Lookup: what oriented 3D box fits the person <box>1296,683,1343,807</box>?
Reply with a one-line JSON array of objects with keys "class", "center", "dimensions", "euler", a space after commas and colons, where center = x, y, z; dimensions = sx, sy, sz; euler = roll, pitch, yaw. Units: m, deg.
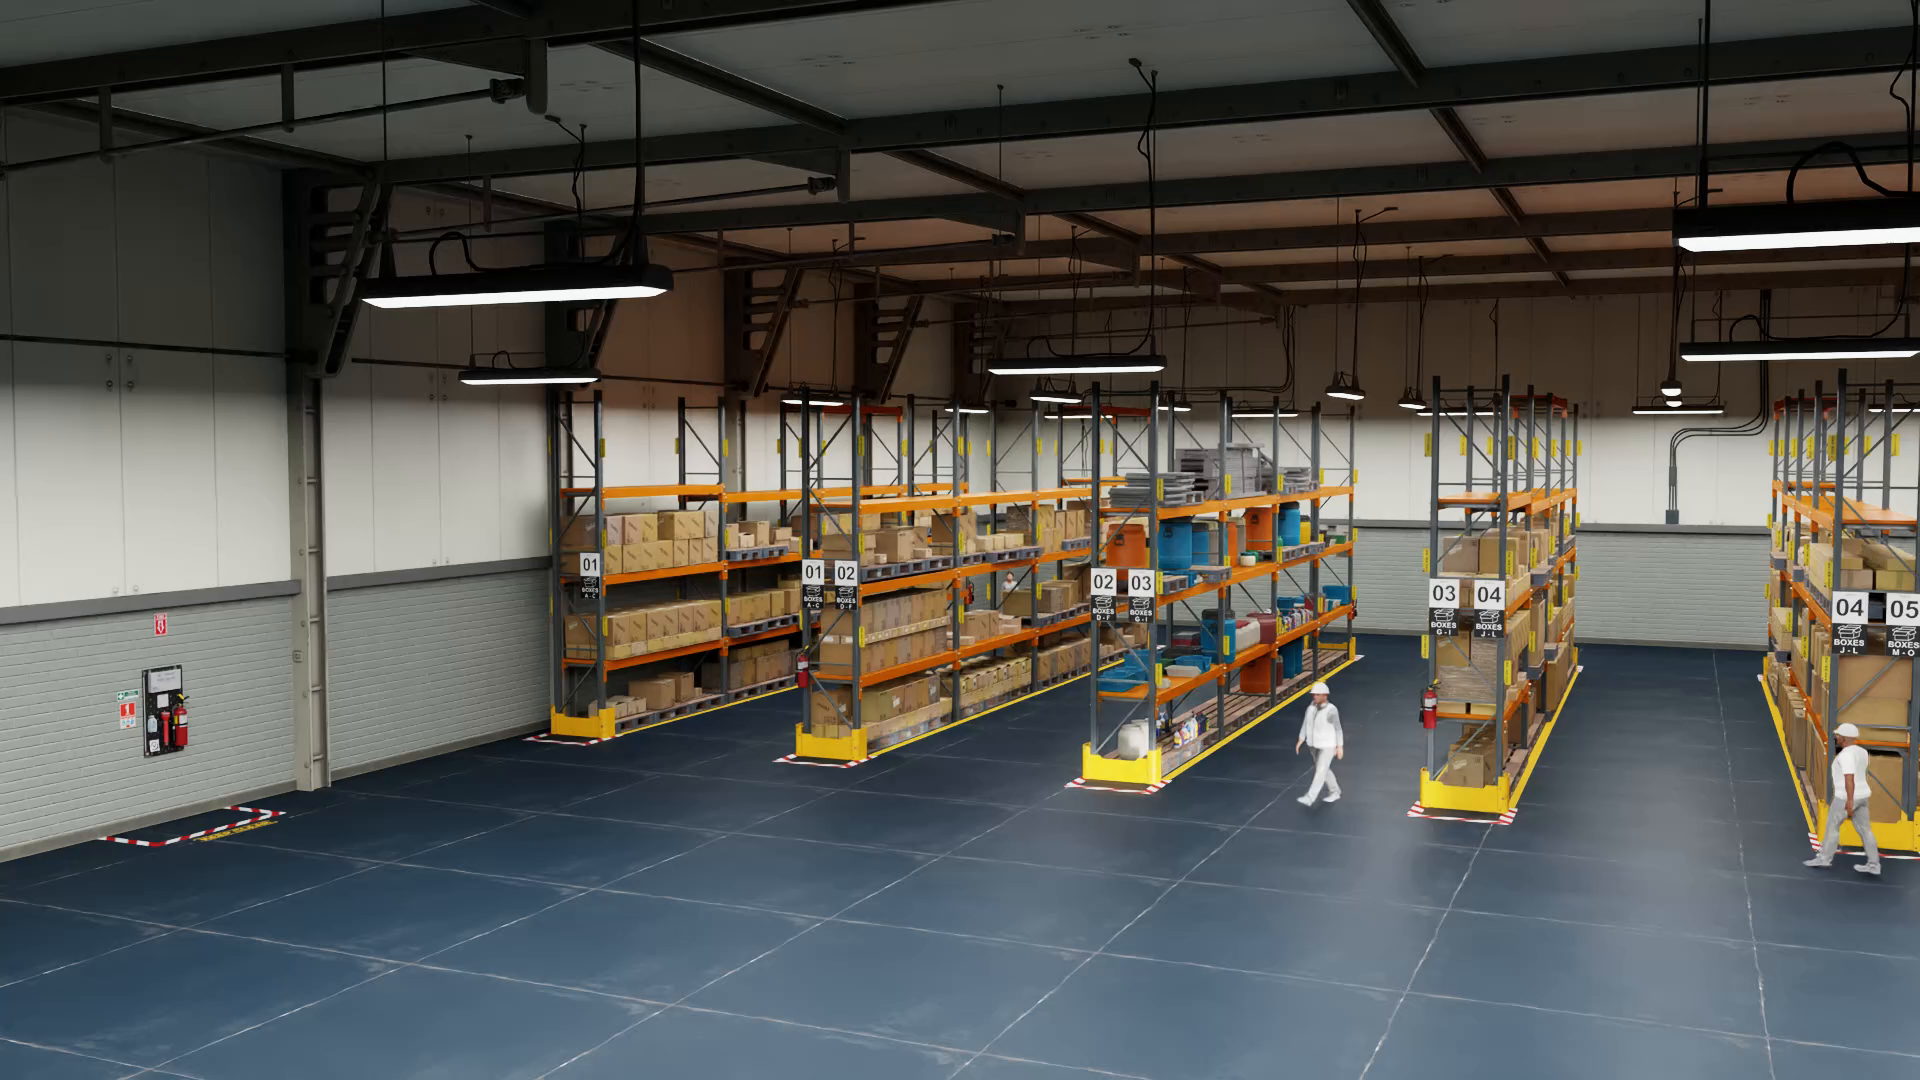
[{"class": "person", "center": [4.964, 2.842, 23.161], "dimensions": [1.080, 1.713, 0.562], "euler": [-2, 4, -32]}]

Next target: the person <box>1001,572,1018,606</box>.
[{"class": "person", "center": [1.352, 1.674, 45.275], "dimensions": [0.462, 1.603, 1.106], "euler": [0, 3, -3]}]

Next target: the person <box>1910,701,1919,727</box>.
[{"class": "person", "center": [15.521, 2.652, 26.554], "dimensions": [0.612, 1.775, 0.610], "euler": [1, 3, 24]}]

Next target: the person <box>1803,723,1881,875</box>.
[{"class": "person", "center": [10.509, 3.041, 19.666], "dimensions": [0.593, 1.746, 0.849], "euler": [-2, 4, -29]}]
